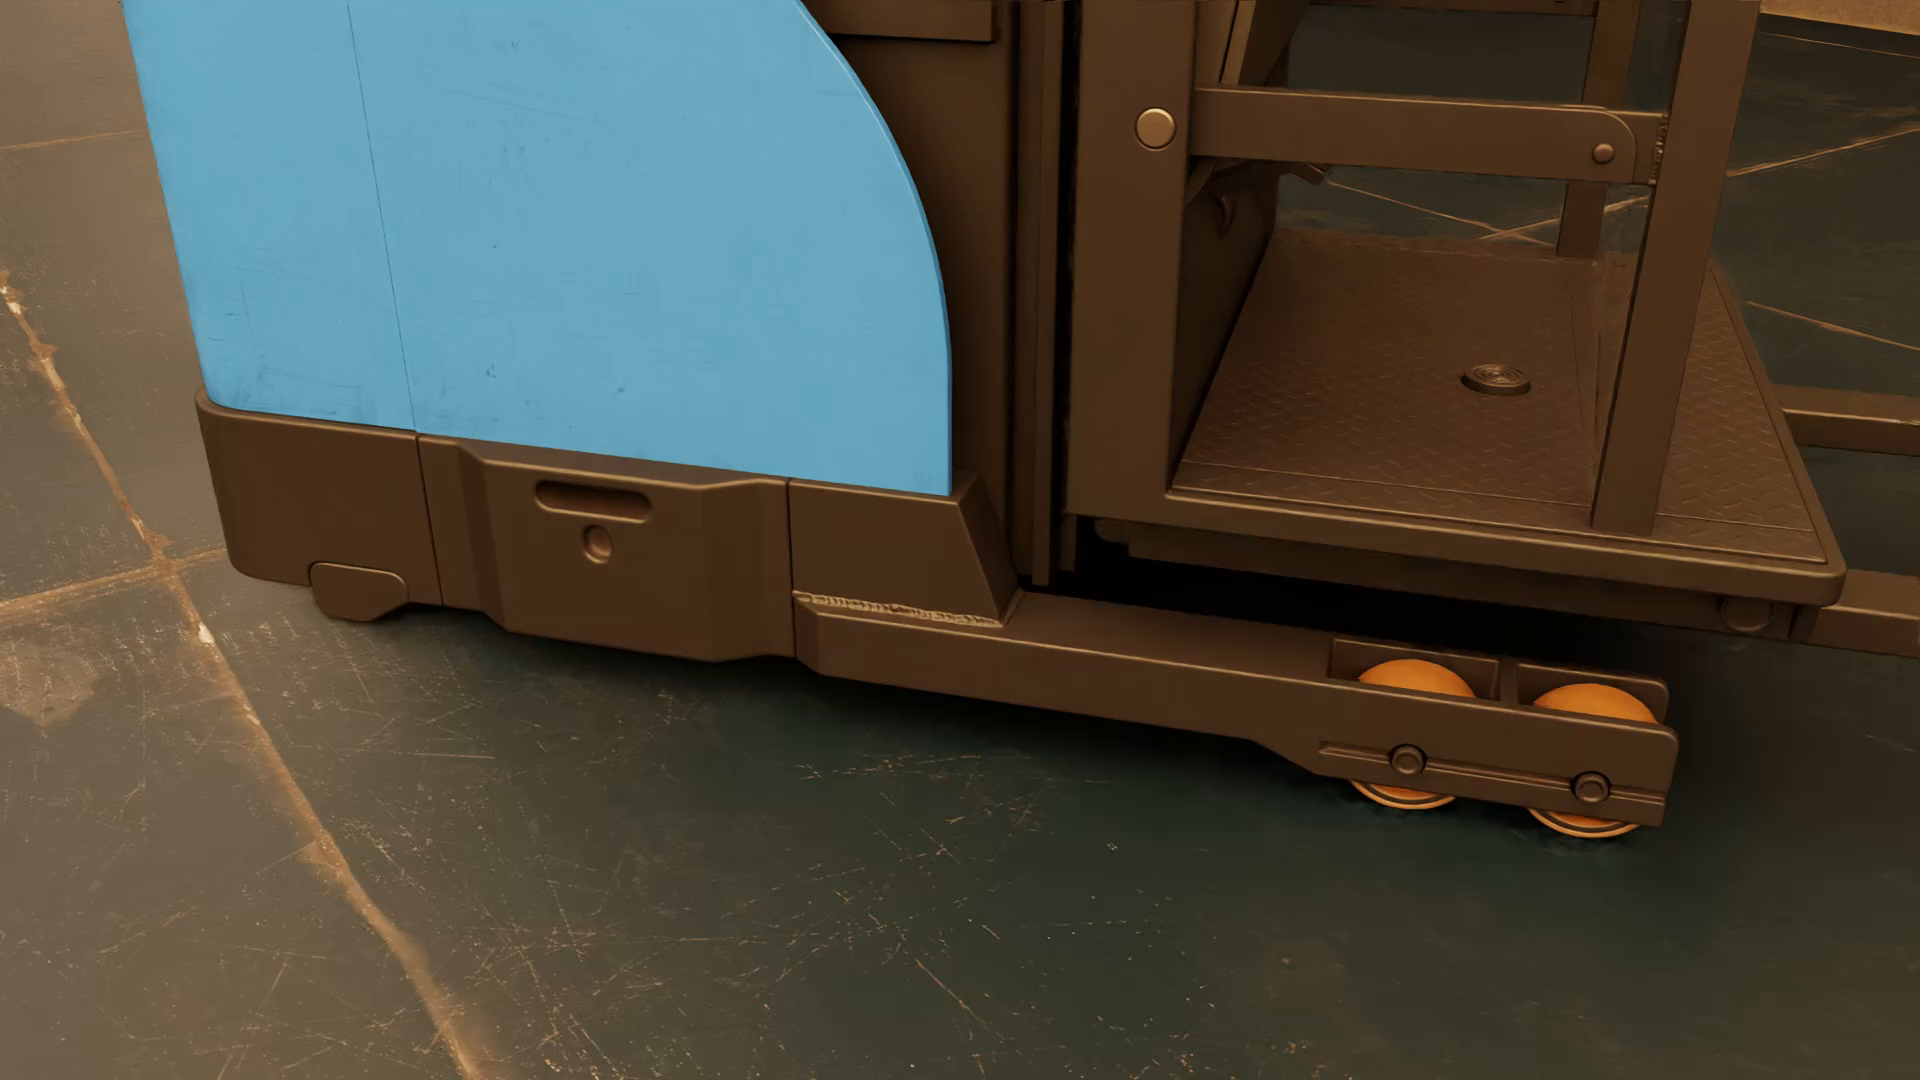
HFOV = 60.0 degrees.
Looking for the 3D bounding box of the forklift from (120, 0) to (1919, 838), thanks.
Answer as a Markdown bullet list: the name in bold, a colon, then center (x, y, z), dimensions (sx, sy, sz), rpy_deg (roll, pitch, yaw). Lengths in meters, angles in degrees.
- **forklift**: center (0.562, -1.246, 1.715), dimensions (3.031, 2.935, 1.130), rpy_deg (7, 28, 14)
